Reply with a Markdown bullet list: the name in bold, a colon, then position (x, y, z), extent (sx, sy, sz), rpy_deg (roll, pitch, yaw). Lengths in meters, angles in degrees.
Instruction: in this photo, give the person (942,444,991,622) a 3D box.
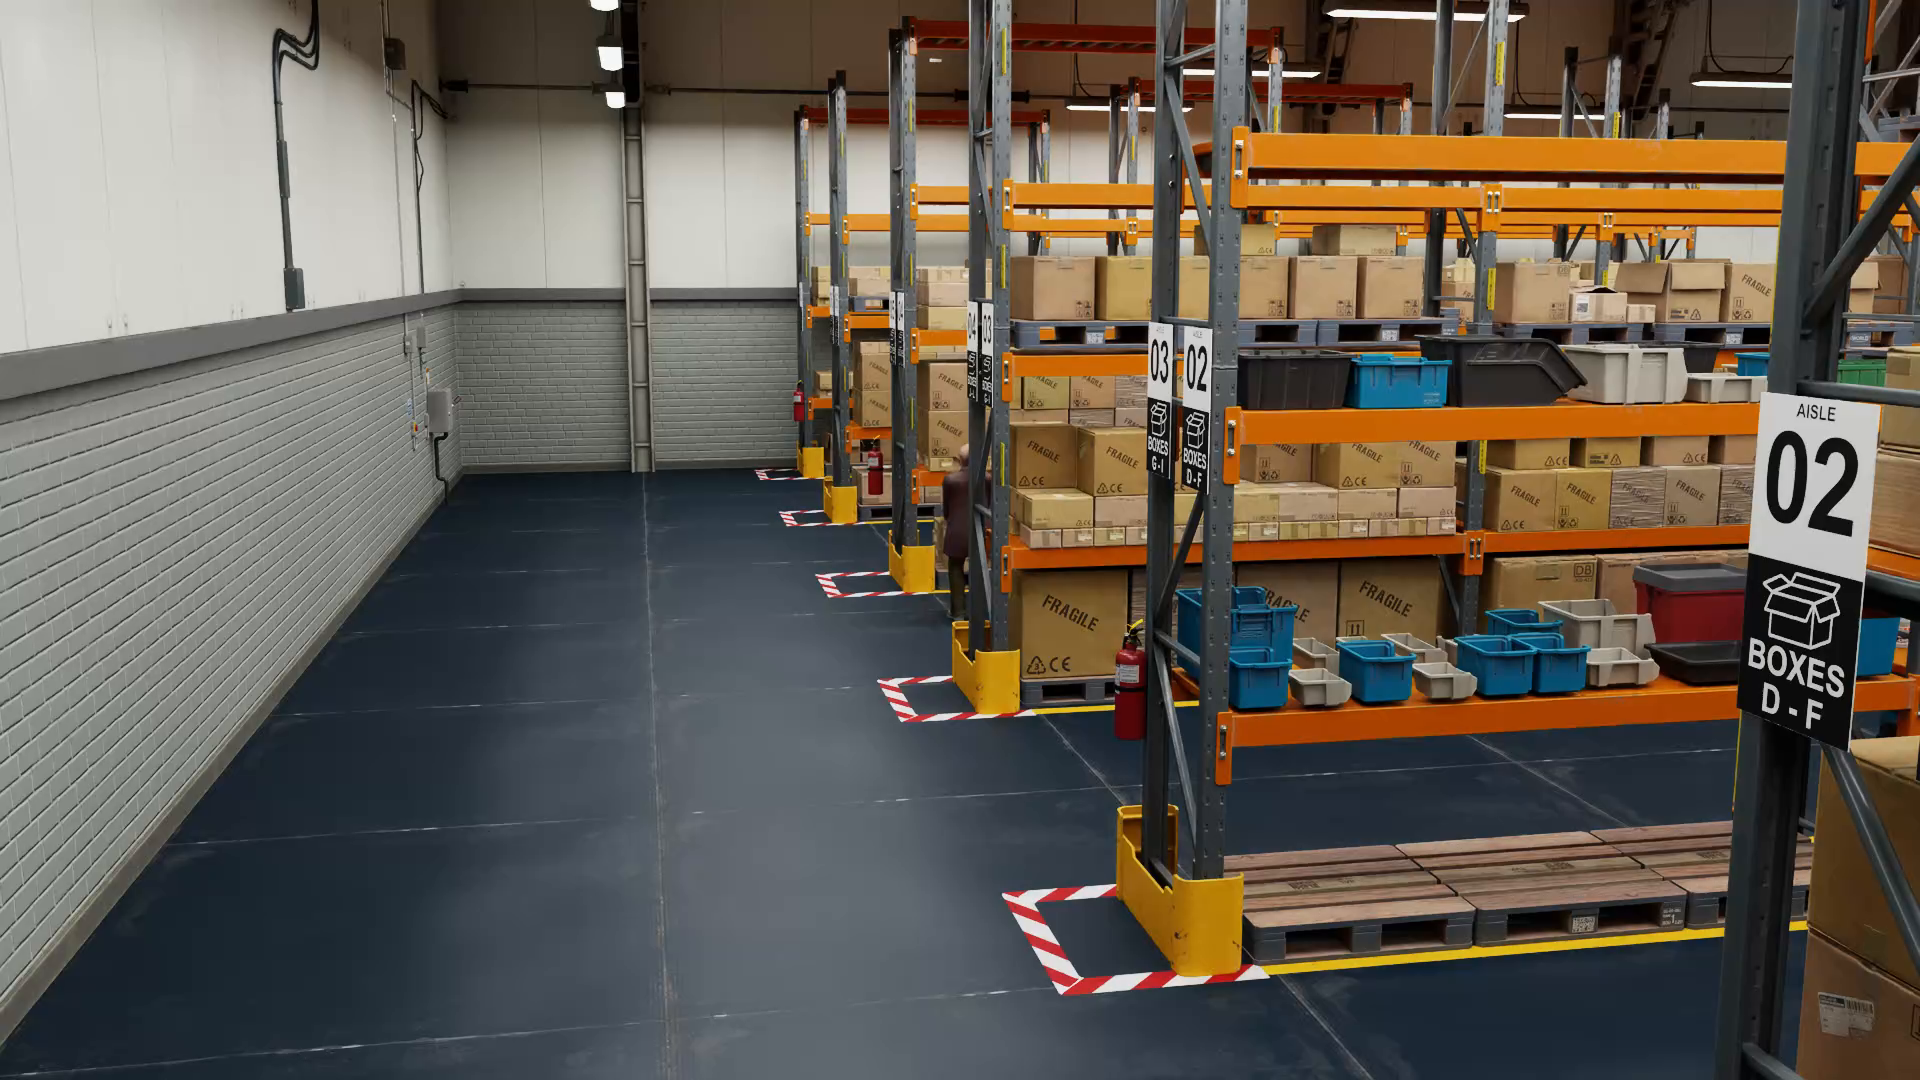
- **person**: position (0.053, -0.086, 16.460), extent (0.527, 1.769, 0.563), rpy_deg (-2, 10, -11)
